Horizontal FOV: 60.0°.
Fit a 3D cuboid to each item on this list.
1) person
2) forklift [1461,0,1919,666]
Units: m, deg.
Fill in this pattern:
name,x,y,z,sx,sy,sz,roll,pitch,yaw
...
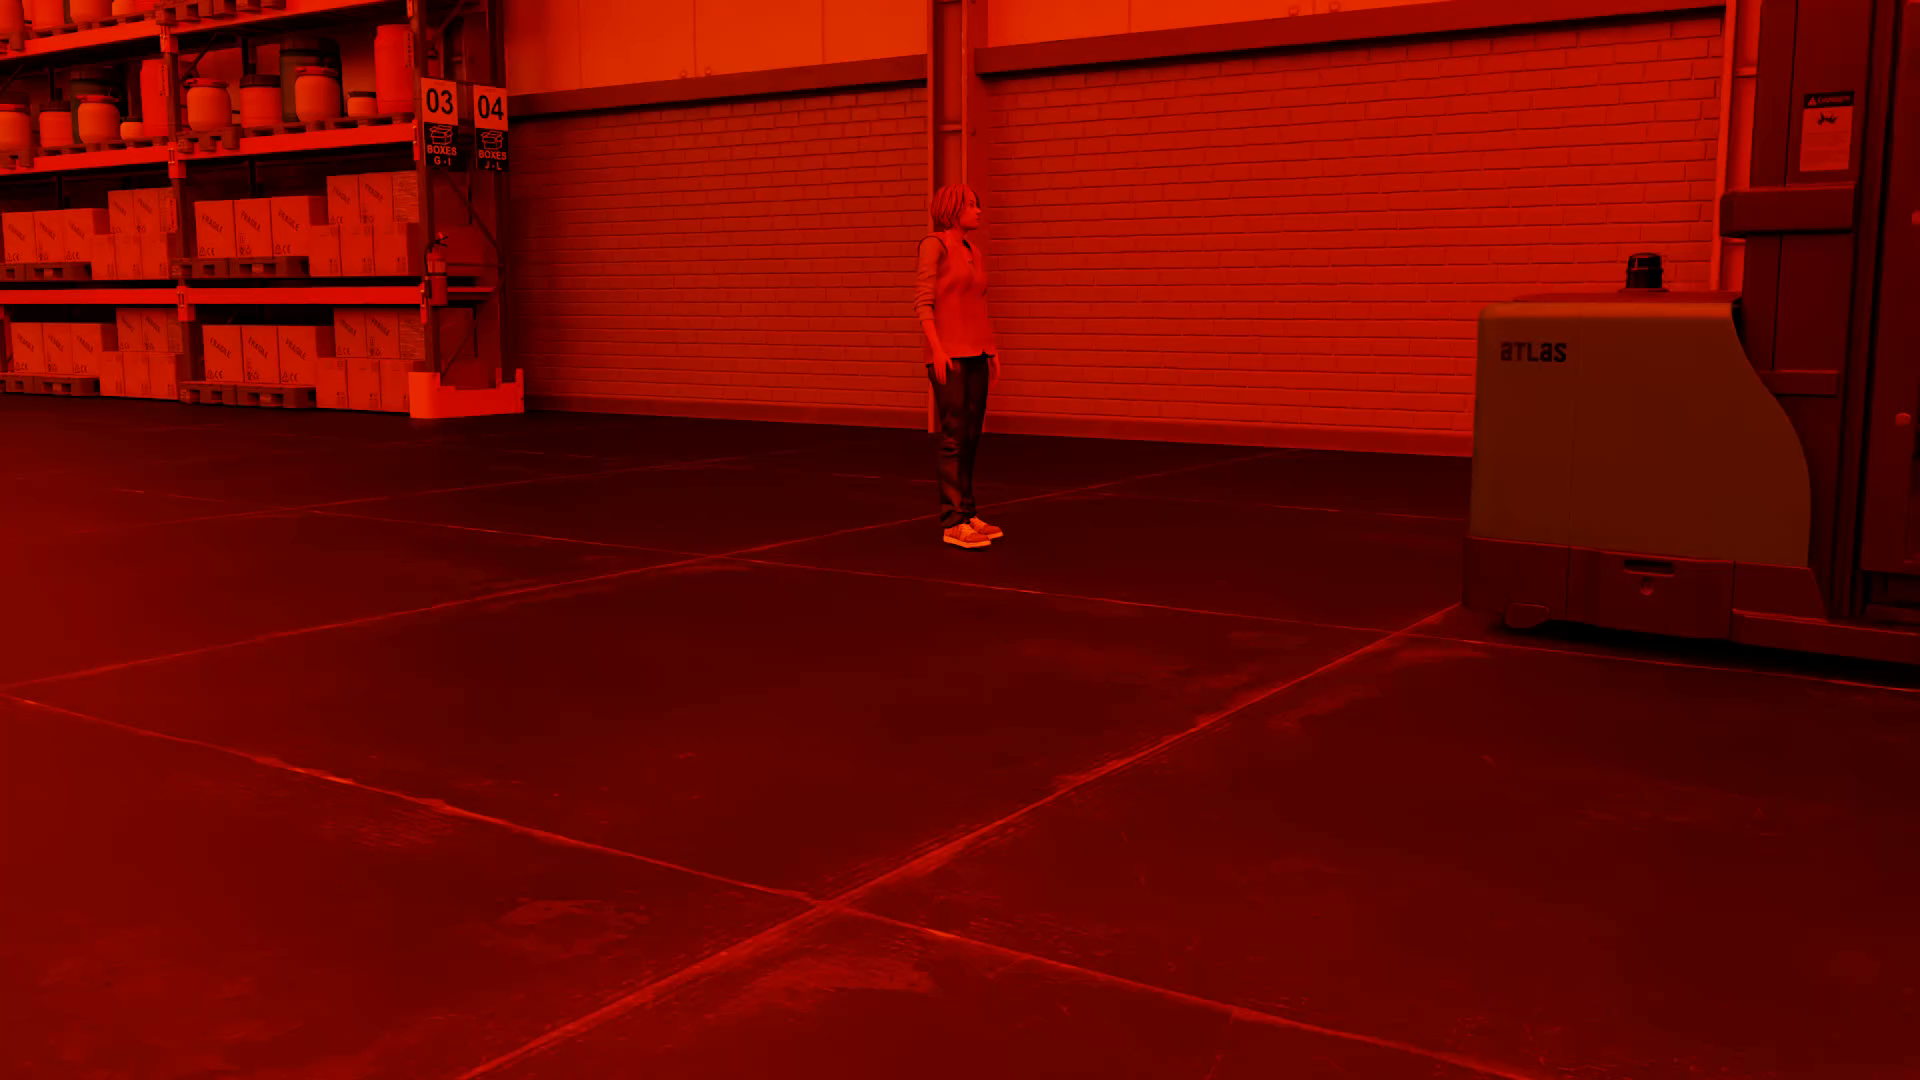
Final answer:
name,x,y,z,sx,sy,sz,roll,pitch,yaw
person,0.053,-0.791,7.438,0.476,1.597,0.520,5,10,34
forklift,3.132,-1.077,4.769,3.031,2.935,1.130,7,10,39
